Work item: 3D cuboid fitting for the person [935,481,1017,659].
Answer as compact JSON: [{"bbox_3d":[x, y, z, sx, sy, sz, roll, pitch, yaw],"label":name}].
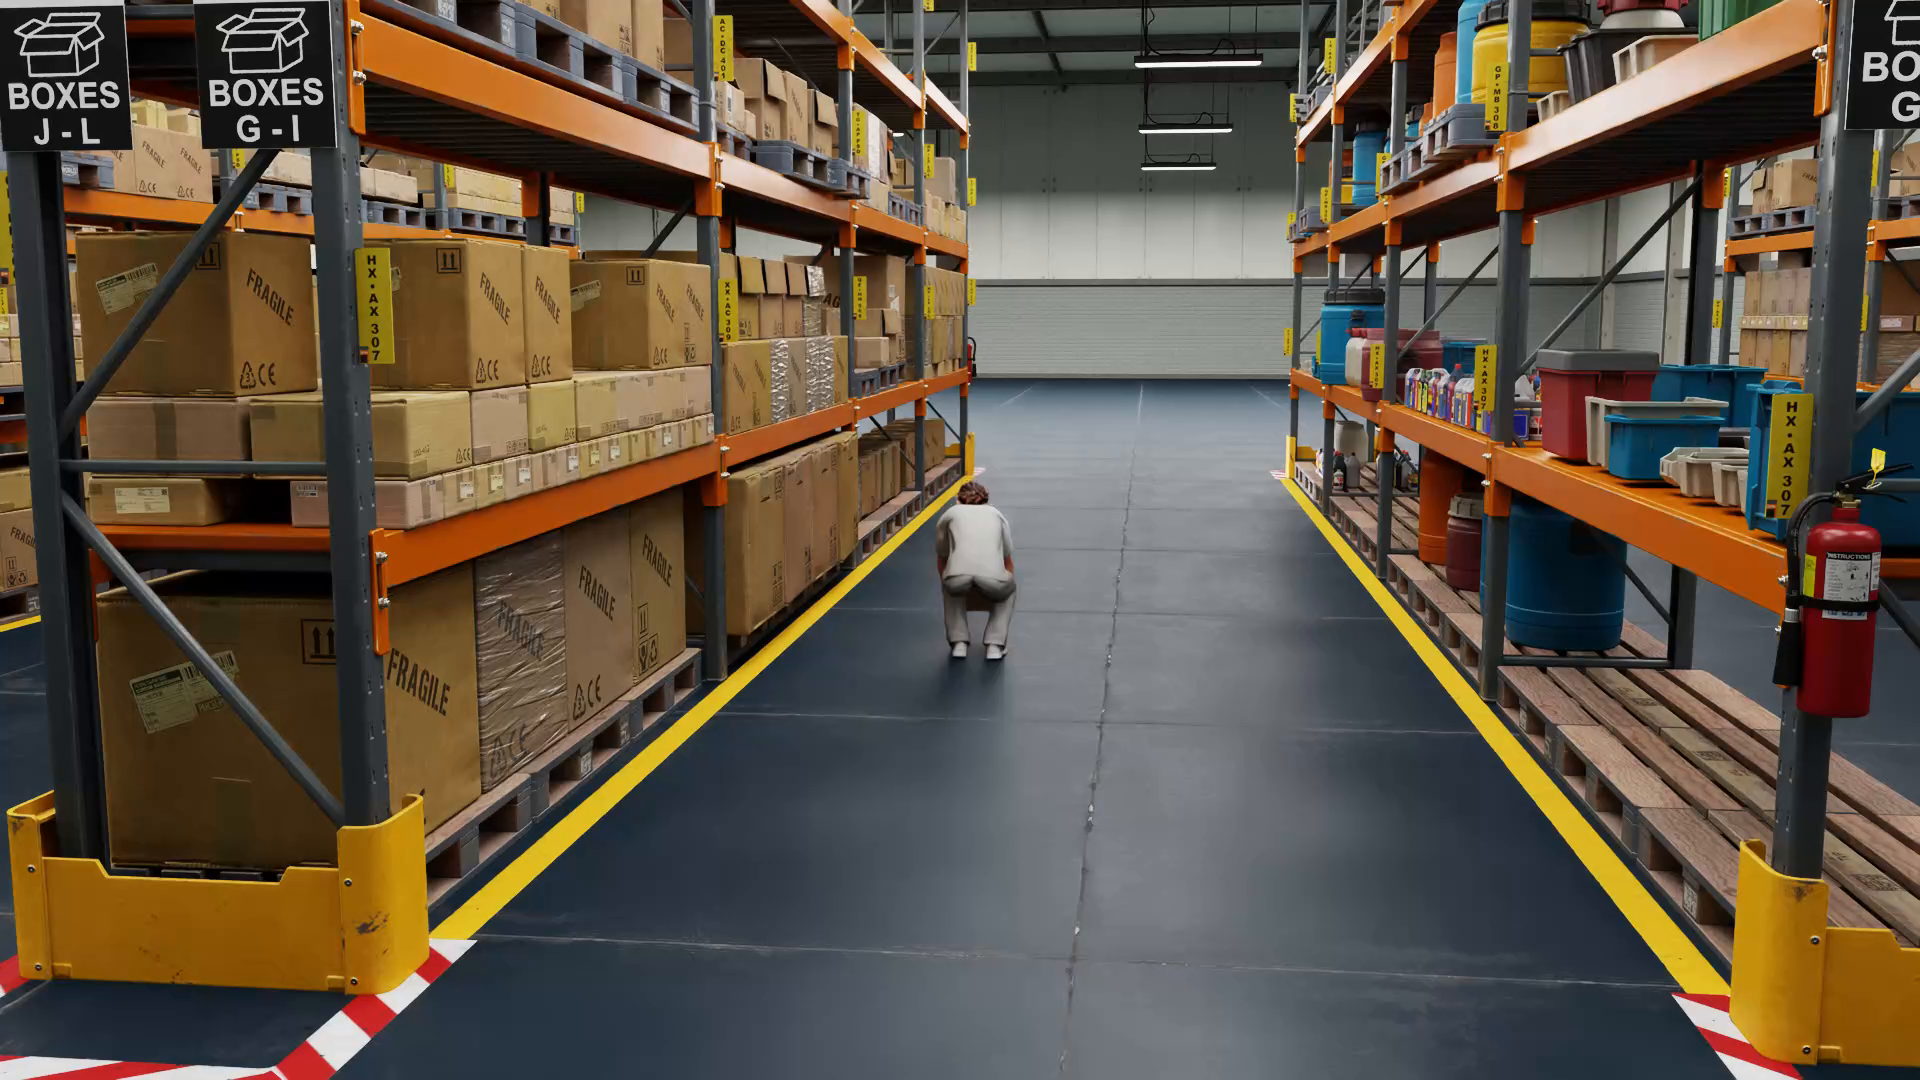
[{"bbox_3d":[0.080,0.171,9.657,0.488,0.978,0.785,1,8,6],"label":"person"}]
